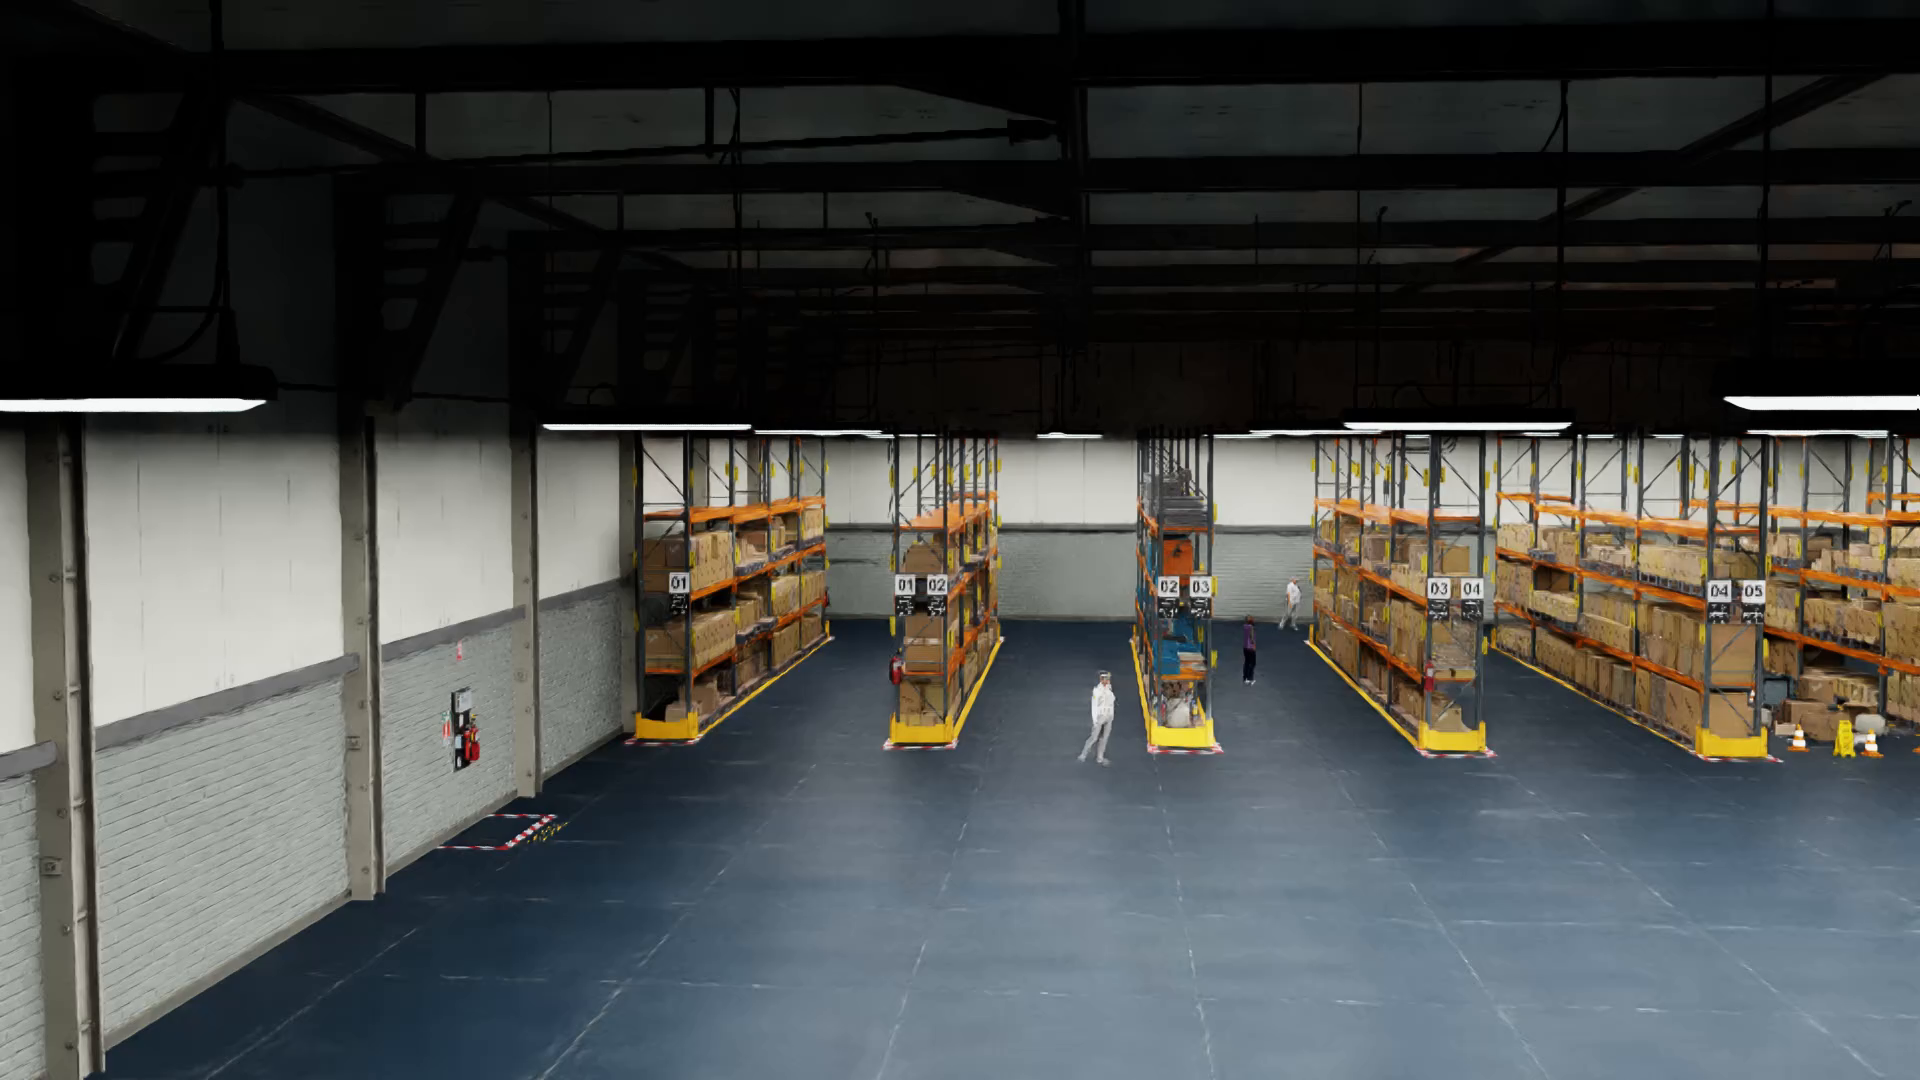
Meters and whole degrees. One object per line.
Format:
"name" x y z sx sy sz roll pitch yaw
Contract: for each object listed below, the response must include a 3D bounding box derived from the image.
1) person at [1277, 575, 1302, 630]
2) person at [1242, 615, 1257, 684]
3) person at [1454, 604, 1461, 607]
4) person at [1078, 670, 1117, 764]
"person" 9.944 1.887 50.213 0.712 1.658 0.509 -3 4 -39
"person" 6.838 2.584 39.190 0.346 1.641 0.476 -1 4 -23
"person" 13.767 2.091 46.624 0.682 1.675 0.529 0 3 3
"person" 2.422 3.125 29.388 0.658 1.662 0.503 -3 4 -37
